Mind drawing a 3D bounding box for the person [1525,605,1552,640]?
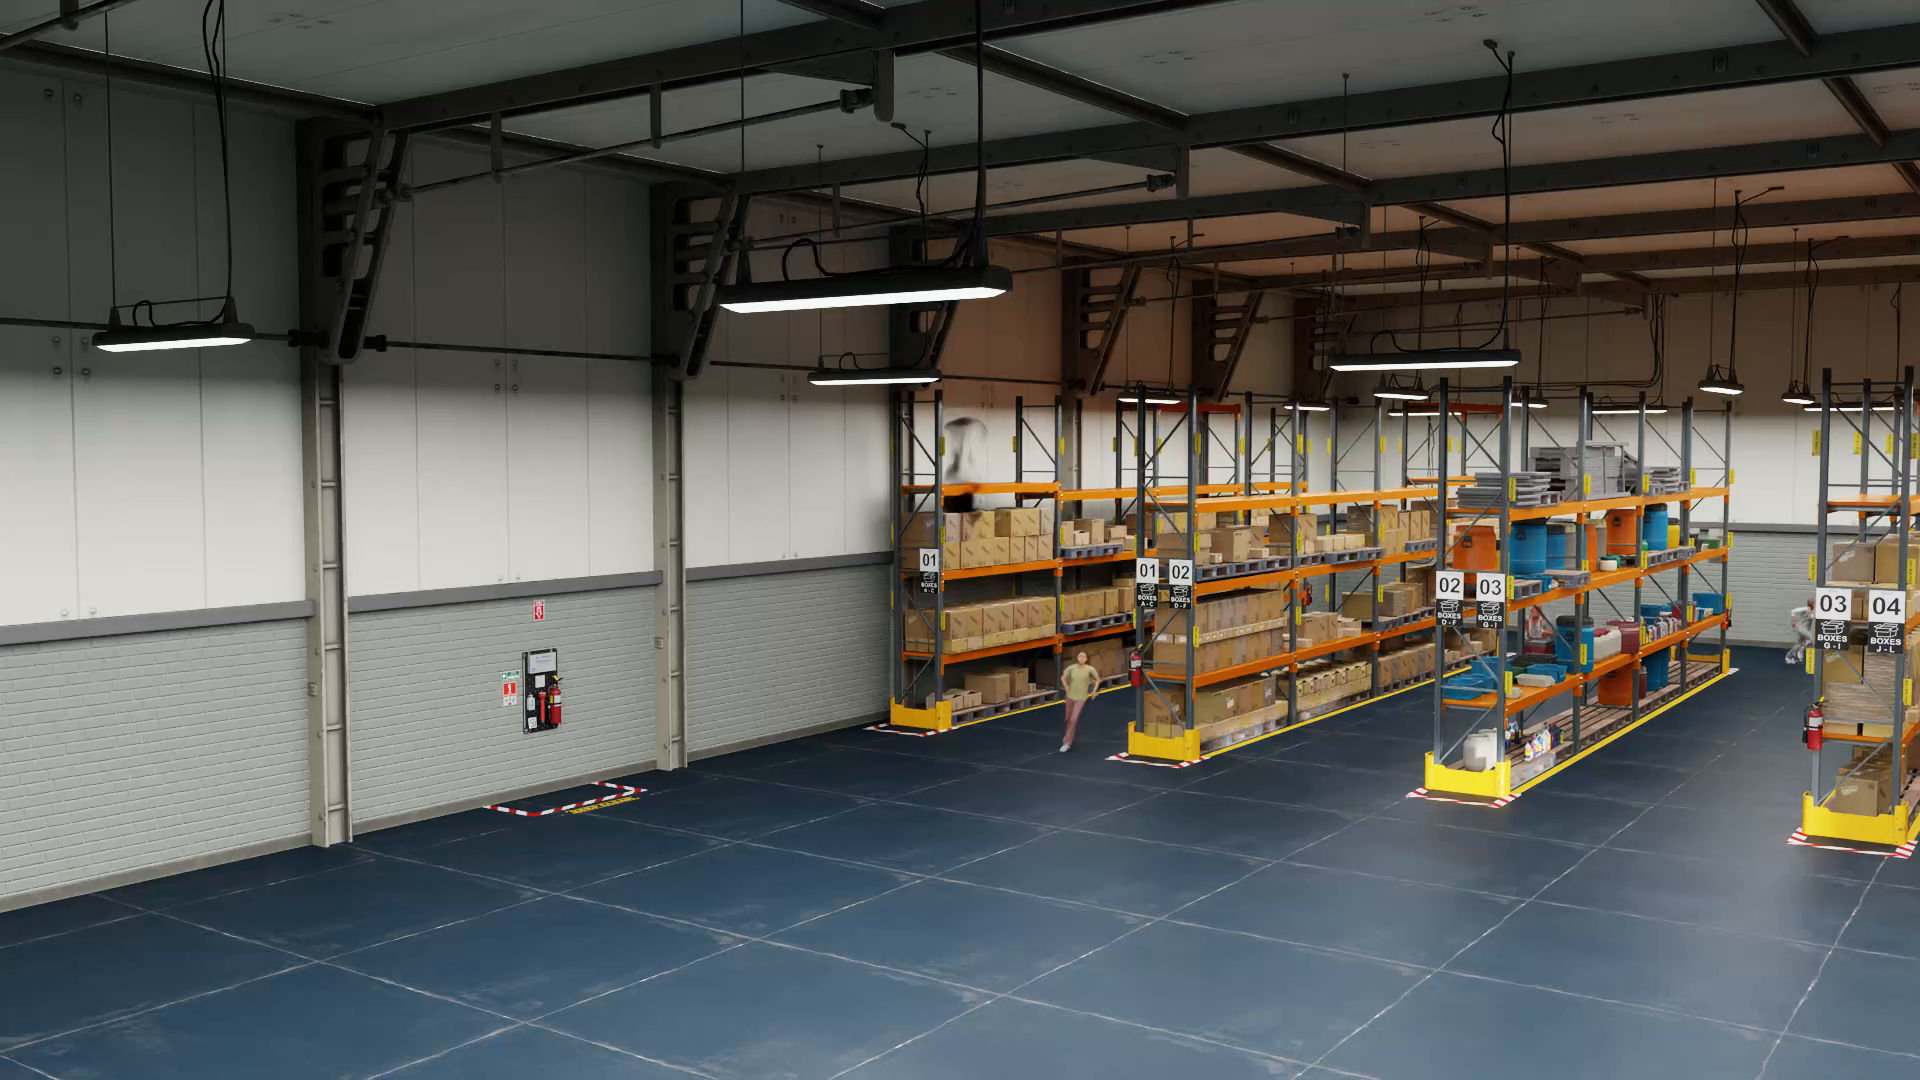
[{"bbox_3d":[11.967,2.176,34.535,0.643,1.700,0.892,2,4,29],"label":"person"}]

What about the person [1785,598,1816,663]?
[{"bbox_3d":[19.304,2.132,38.026,0.526,1.422,0.807,-3,4,-39],"label":"person"}]

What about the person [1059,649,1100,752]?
[{"bbox_3d":[1.947,2.621,27.441,0.640,1.640,0.950,1,3,18],"label":"person"}]
